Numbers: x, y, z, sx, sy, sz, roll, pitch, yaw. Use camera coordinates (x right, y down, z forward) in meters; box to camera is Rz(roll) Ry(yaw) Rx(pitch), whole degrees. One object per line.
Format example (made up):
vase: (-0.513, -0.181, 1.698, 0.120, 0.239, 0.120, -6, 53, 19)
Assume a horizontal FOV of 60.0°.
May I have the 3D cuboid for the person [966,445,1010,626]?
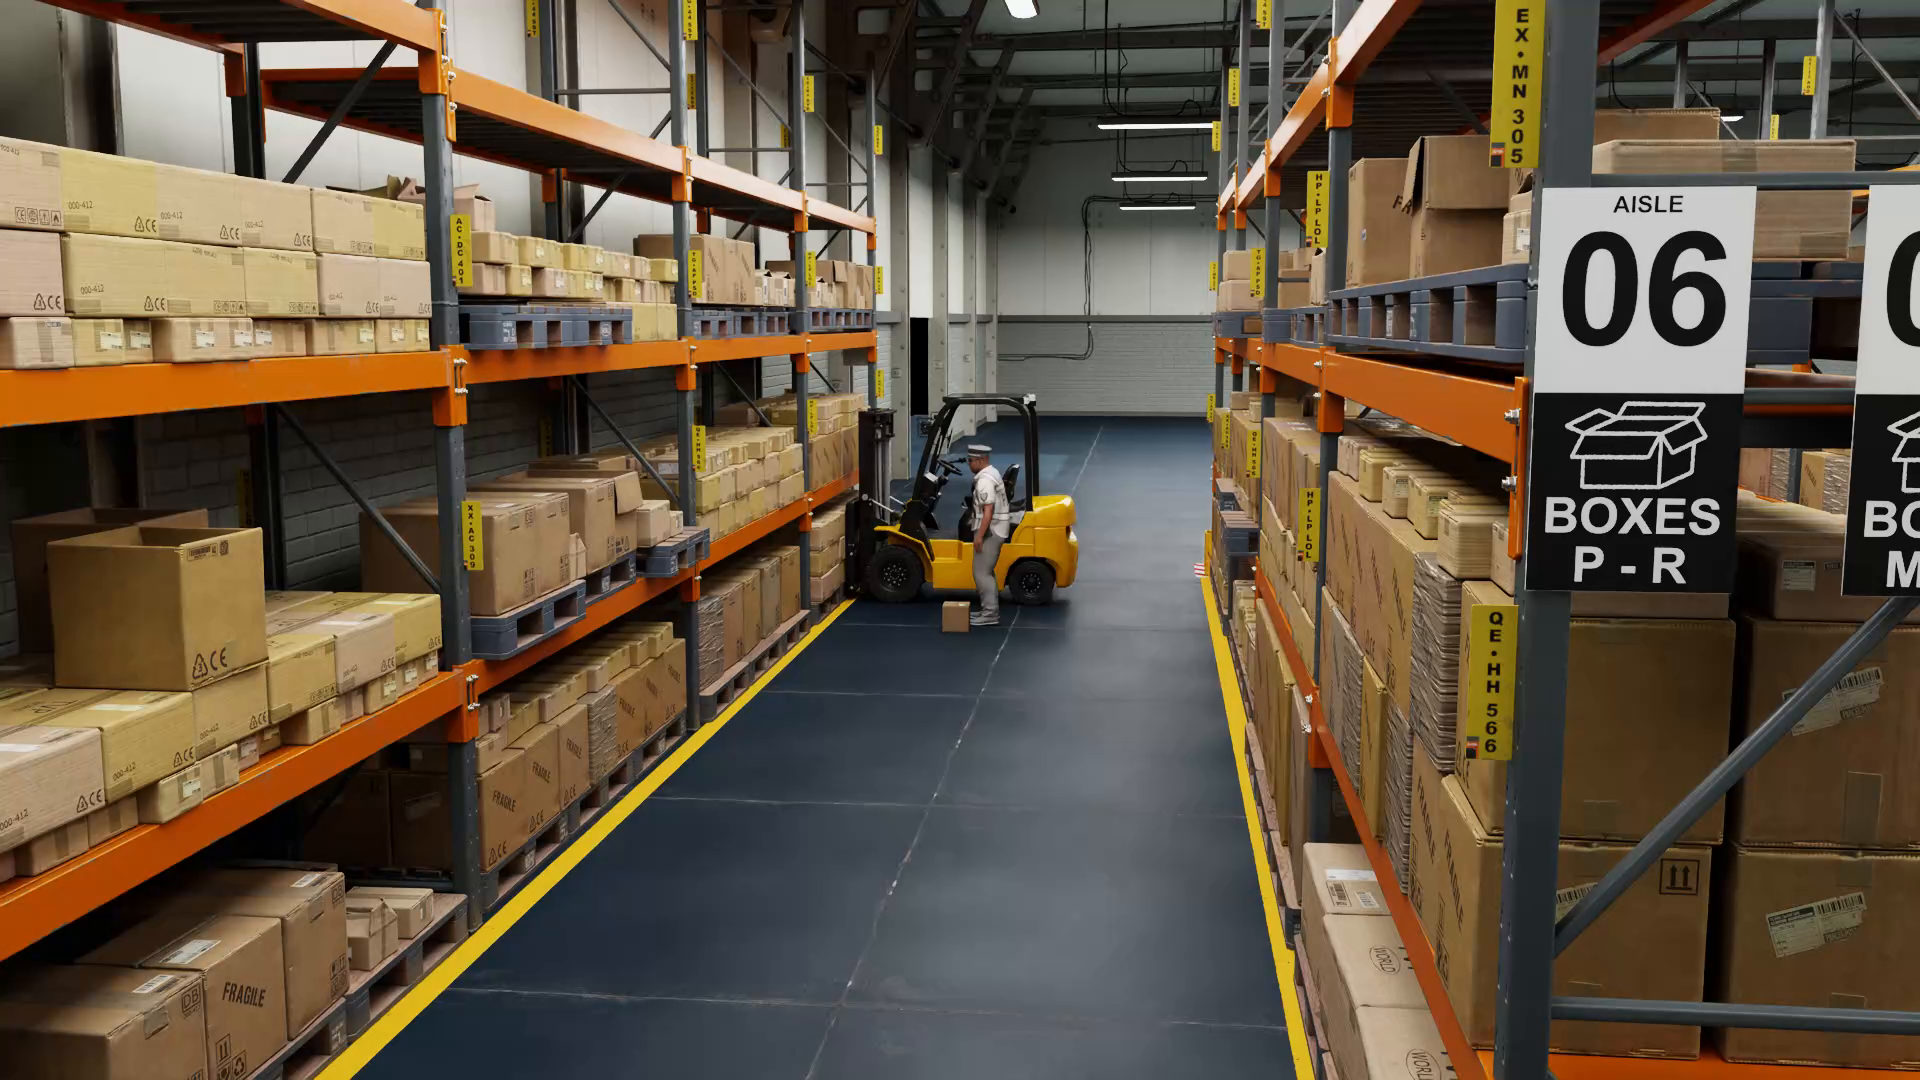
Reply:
person: (0.269, -0.054, 16.169, 0.434, 1.749, 0.585, 1, 8, 6)
